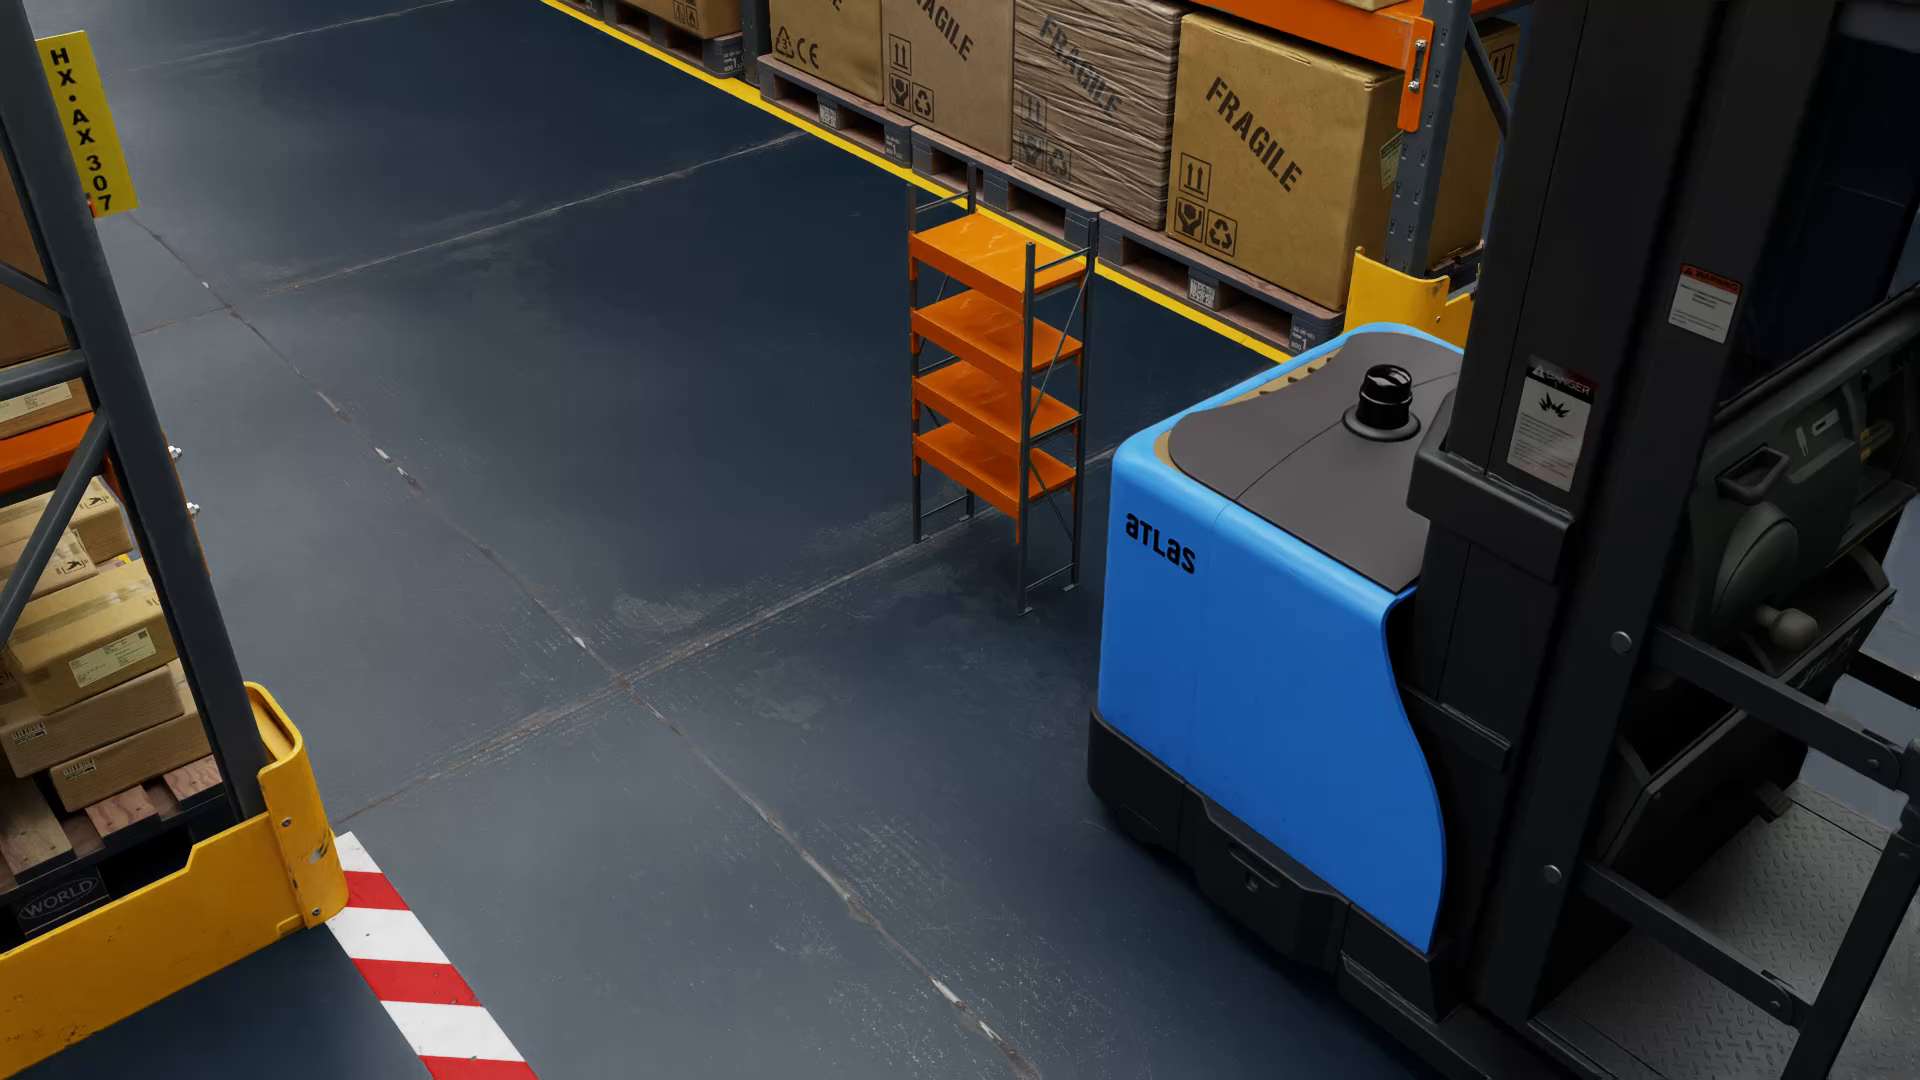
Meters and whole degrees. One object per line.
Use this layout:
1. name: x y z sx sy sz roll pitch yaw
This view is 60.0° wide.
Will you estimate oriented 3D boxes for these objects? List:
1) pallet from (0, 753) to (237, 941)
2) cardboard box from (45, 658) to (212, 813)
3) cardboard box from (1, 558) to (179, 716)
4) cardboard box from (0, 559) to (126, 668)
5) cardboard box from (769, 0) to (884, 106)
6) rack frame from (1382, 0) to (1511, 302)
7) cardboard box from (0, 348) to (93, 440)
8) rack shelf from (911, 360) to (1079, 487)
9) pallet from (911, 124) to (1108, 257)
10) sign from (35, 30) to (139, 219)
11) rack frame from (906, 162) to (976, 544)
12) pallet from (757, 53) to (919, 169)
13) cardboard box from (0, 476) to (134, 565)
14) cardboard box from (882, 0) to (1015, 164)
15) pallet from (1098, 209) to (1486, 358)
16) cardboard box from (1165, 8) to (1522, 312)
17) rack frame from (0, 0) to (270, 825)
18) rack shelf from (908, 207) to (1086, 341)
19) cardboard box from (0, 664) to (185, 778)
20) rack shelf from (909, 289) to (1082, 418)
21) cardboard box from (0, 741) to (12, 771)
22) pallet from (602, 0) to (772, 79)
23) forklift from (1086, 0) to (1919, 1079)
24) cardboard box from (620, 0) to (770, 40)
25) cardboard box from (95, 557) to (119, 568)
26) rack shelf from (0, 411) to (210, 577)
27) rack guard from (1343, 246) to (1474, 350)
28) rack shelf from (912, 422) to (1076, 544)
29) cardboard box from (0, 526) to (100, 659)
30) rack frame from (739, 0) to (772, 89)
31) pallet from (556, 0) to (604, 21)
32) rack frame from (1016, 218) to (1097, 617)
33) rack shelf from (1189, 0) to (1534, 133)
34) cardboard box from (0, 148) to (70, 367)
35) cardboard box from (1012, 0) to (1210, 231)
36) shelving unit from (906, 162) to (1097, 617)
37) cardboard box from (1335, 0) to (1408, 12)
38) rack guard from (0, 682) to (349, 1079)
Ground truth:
1. pallet: -2.506 0.562 4.274 1.003 0.211 1.213 -26 43 -32
2. cardboard box: -2.053 0.471 4.094 0.380 0.149 0.250 -25 42 -31
3. cardboard box: -2.038 0.220 3.932 0.380 0.149 0.250 -28 44 -34
4. cardboard box: -2.235 0.231 4.175 0.380 0.149 0.250 -26 43 -32
5. cardboard box: -0.322 -2.725 7.978 0.875 0.875 0.875 -26 43 -32
6. rack frame: 1.895 -1.976 5.445 1.000 3.000 0.127 -26 43 -32
7. cardboard box: -1.918 -0.333 3.343 0.380 0.149 0.250 -26 43 -32
8. rack shelf: 0.107 -0.362 4.839 0.258 0.148 0.480 -26 43 -32
9. pallet: 0.536 -1.700 7.468 1.003 0.211 1.213 -26 43 -32
10. sign: -1.545 -0.726 2.931 0.100 0.325 0.005 -26 43 -32
11. rack frame: -0.051 -0.524 4.952 0.240 1.200 0.015 -26 43 -32
12. pallet: -0.256 -2.239 8.229 1.003 0.211 1.213 -26 43 -32
13. cardboard box: -2.373 -0.015 4.265 0.380 0.149 0.250 -26 43 -32
14. cardboard box: 0.259 -2.328 7.416 0.875 0.875 0.875 -26 43 -32
15. pallet: 1.319 -1.162 6.708 1.003 0.211 1.213 -26 43 -32
16. cardboard box: 1.421 -1.533 6.294 0.875 0.875 0.875 -26 43 -32
17. rack frame: -1.959 -0.171 2.896 1.000 3.000 0.127 -26 43 -32
18. rack shelf: 0.107 -0.737 4.573 0.258 0.148 0.480 -26 43 -32
19. cardboard box: -2.101 0.373 3.974 0.380 0.149 0.250 -24 42 -30
20. rack shelf: 0.107 -0.544 4.710 0.258 0.148 0.480 -26 43 -32
21. cardboard box: -2.285 0.386 4.214 0.380 0.149 0.250 -26 43 -32
22. pallet: -1.242 -2.917 9.186 1.003 0.211 1.213 -26 43 -32
23. forklift: 1.660 -0.064 2.804 1.130 2.935 3.031 -26 43 -32
24. cardboard box: -1.115 -3.321 8.820 1.225 0.875 0.875 -26 43 -32
25. cardboard box: -2.531 0.125 4.582 0.380 0.149 0.250 -25 43 -31
26. rack shelf: -3.250 -0.760 4.350 1.077 0.370 4.000 -26 43 -32
27. rack guard: 1.910 -0.945 6.152 1.175 0.500 0.348 -26 43 -32
28. rack shelf: 0.107 -0.200 4.954 0.258 0.148 0.480 -26 43 -32
29. cardboard box: -2.308 0.144 4.040 0.380 0.149 0.250 -25 42 -31
30. rack frame: -0.687 -3.742 7.938 1.000 3.000 0.127 -26 43 -32
31. pallet: -2.034 -3.456 9.947 1.003 0.211 1.213 -26 43 -32
32. rack frame: 0.264 -0.309 4.648 0.240 1.200 0.015 -26 43 -32
33. rack shelf: 0.604 -2.565 6.900 1.077 0.370 4.000 -26 43 -32
34. cardboard box: -2.038 -0.634 3.206 0.500 0.500 0.500 -24 42 -30
35. cardboard box: 0.833 -1.935 6.862 0.875 0.875 0.875 -26 43 -32
36. shelving unit: 0.107 -0.417 4.800 0.258 1.200 0.503 -26 43 -32
37. cardboard box: 1.413 -1.908 5.566 0.380 0.149 0.250 -25 42 -31
38. rack guard: -2.008 0.816 3.666 1.175 0.500 0.348 -26 43 -32
